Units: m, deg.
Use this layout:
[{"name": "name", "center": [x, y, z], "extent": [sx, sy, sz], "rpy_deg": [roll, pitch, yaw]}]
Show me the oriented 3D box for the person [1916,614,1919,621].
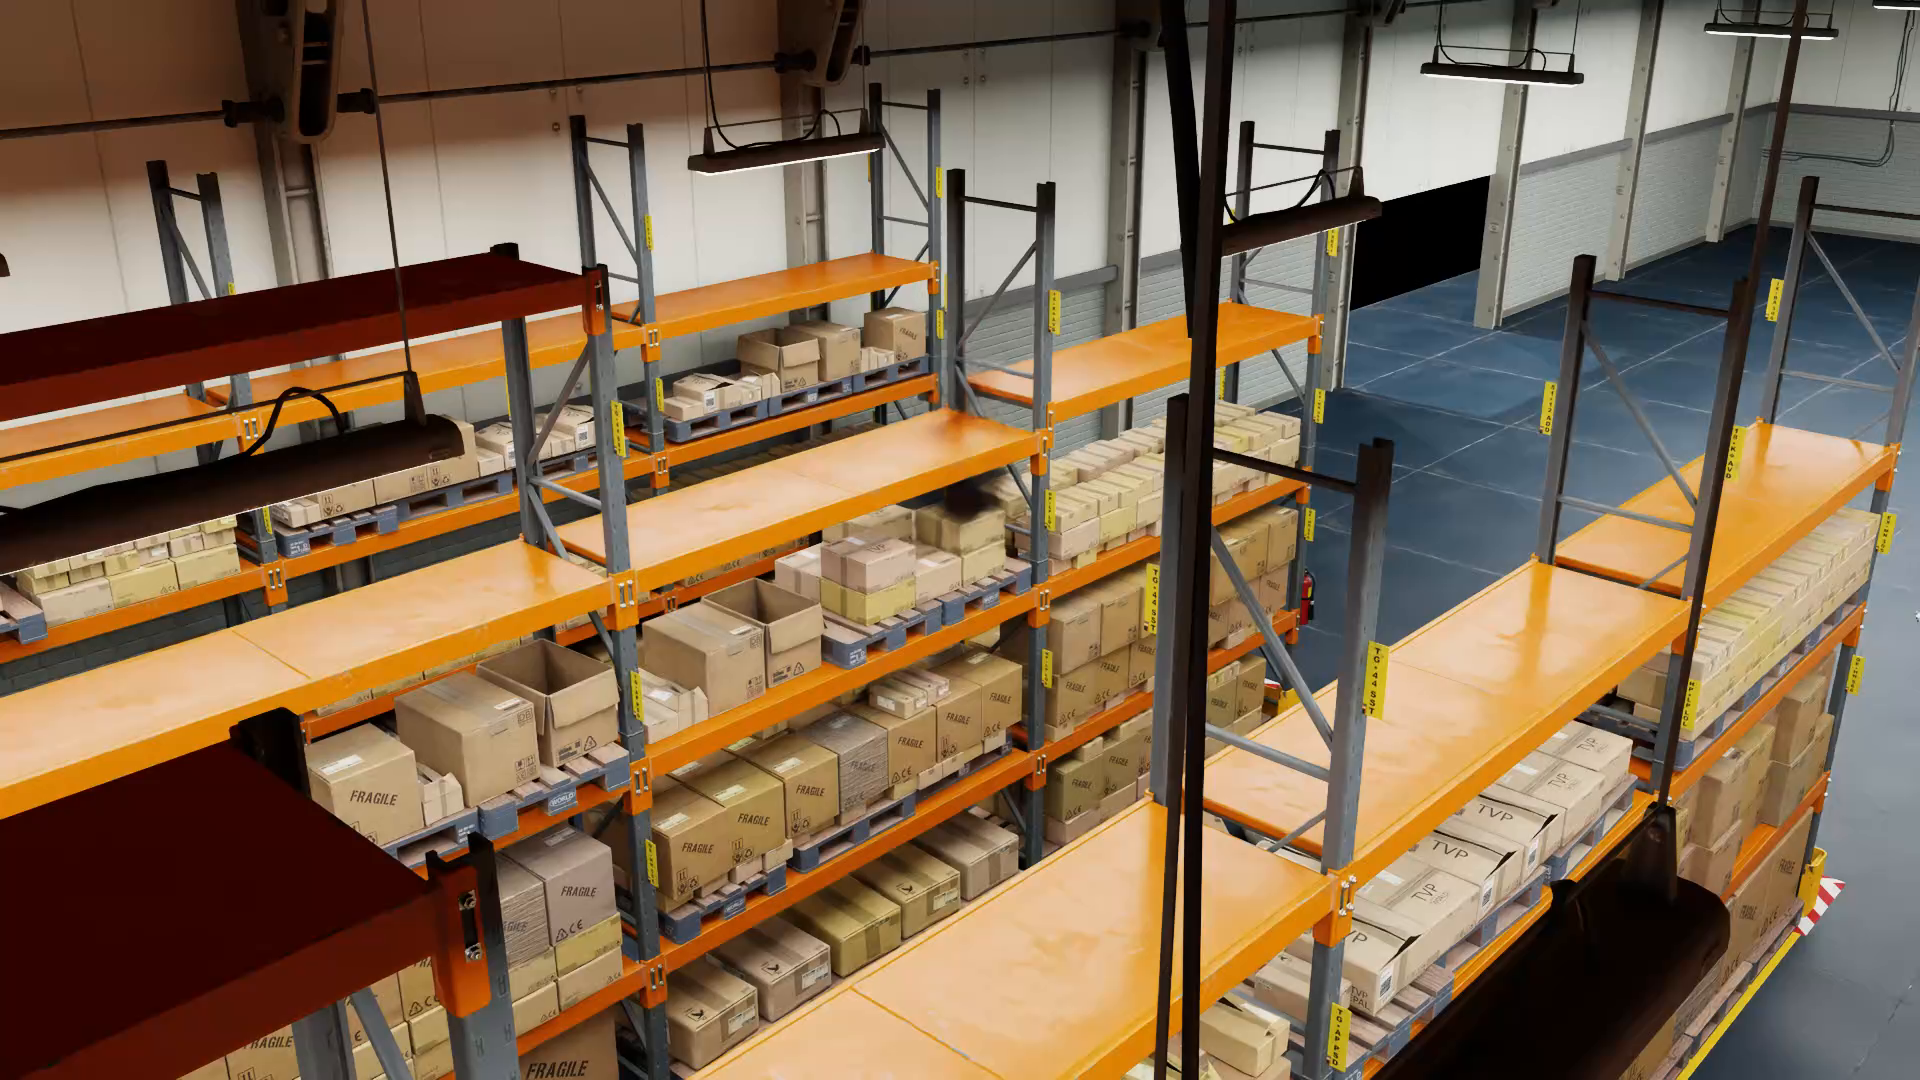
[{"name": "person", "center": [11.516, 0.238, 18.915], "extent": [0.682, 1.792, 0.985], "rpy_deg": [-7, 22, -18]}]
